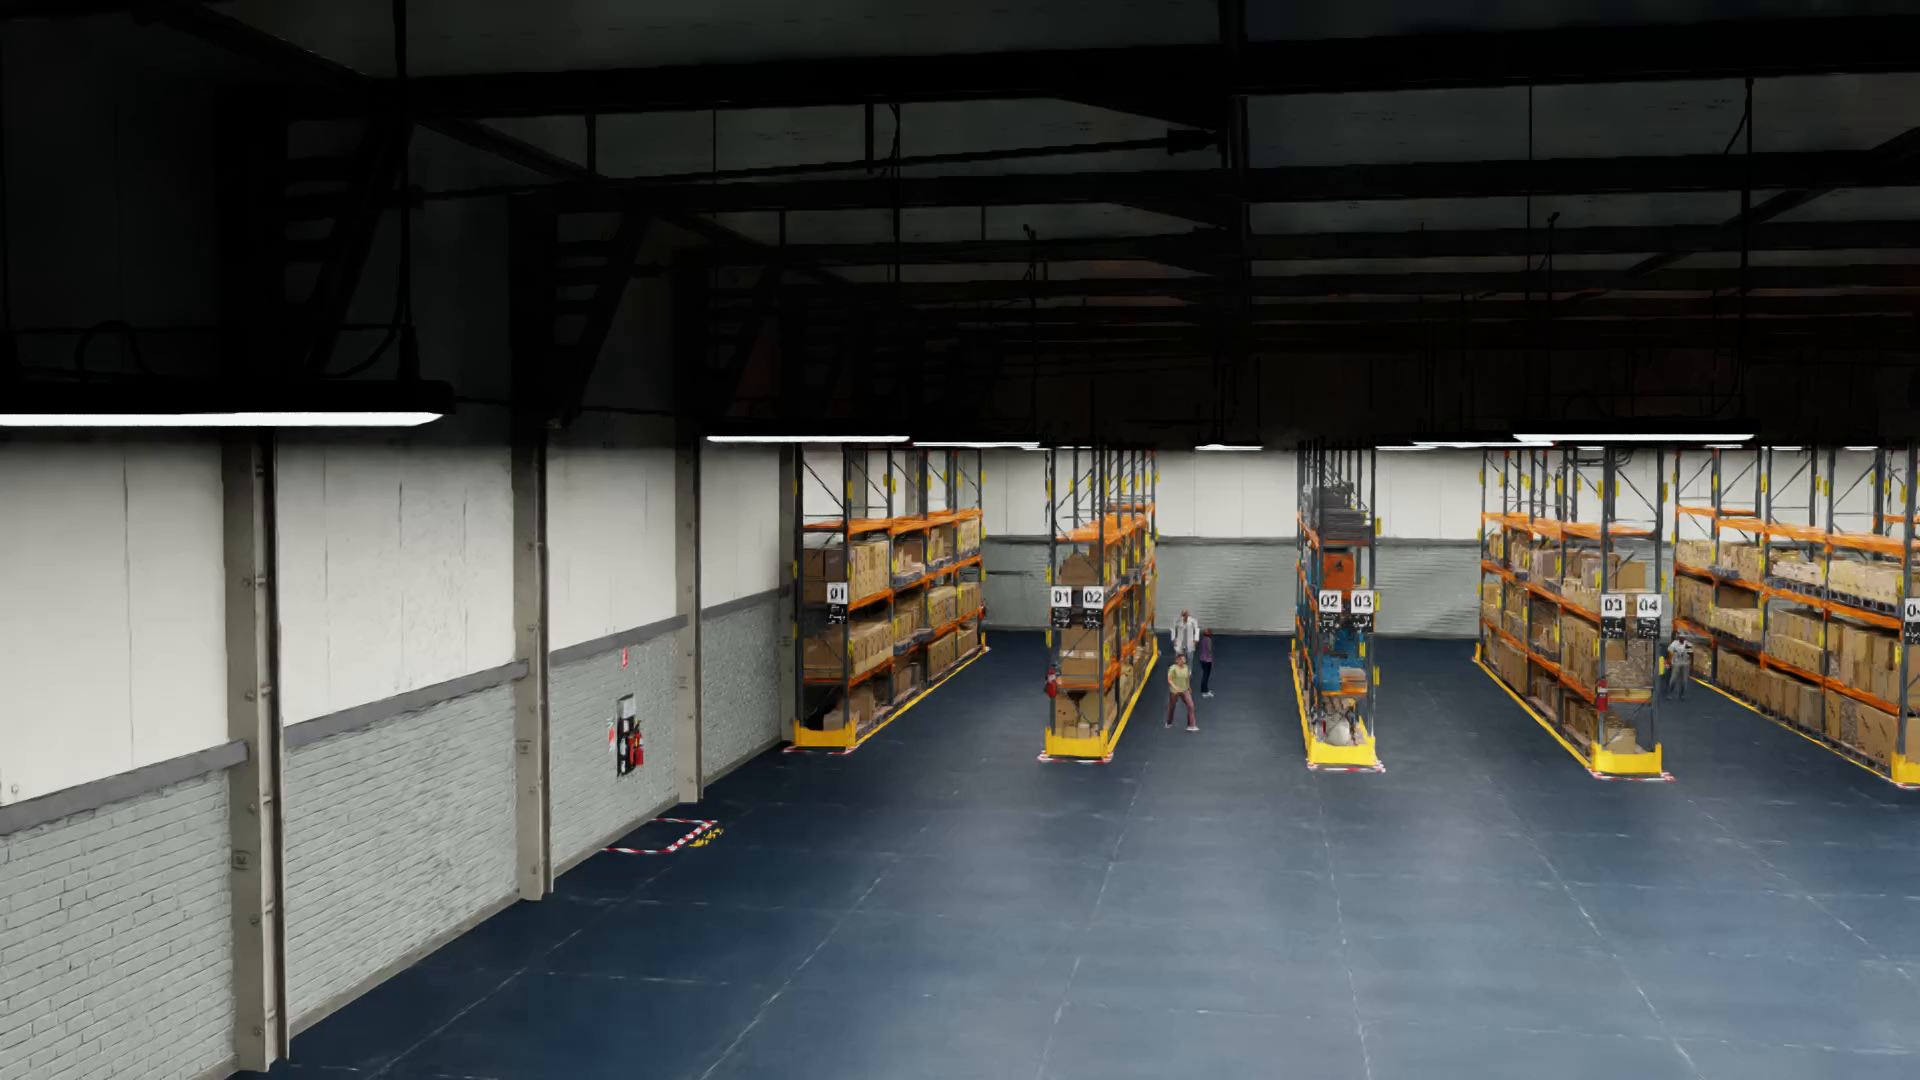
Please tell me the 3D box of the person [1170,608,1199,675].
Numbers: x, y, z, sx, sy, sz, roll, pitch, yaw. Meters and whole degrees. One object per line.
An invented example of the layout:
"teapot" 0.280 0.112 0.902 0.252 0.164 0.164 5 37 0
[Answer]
"person" 5.757 2.606 42.634 0.724 1.734 0.546 0 3 8

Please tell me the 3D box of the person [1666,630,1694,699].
"person" 16.648 2.882 38.469 0.593 1.624 0.528 0 3 8

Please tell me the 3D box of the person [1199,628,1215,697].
"person" 5.814 2.848 38.947 0.419 1.603 0.503 -1 3 -16

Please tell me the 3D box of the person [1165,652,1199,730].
"person" 4.532 3.096 34.251 0.615 1.603 0.811 0 3 -8
